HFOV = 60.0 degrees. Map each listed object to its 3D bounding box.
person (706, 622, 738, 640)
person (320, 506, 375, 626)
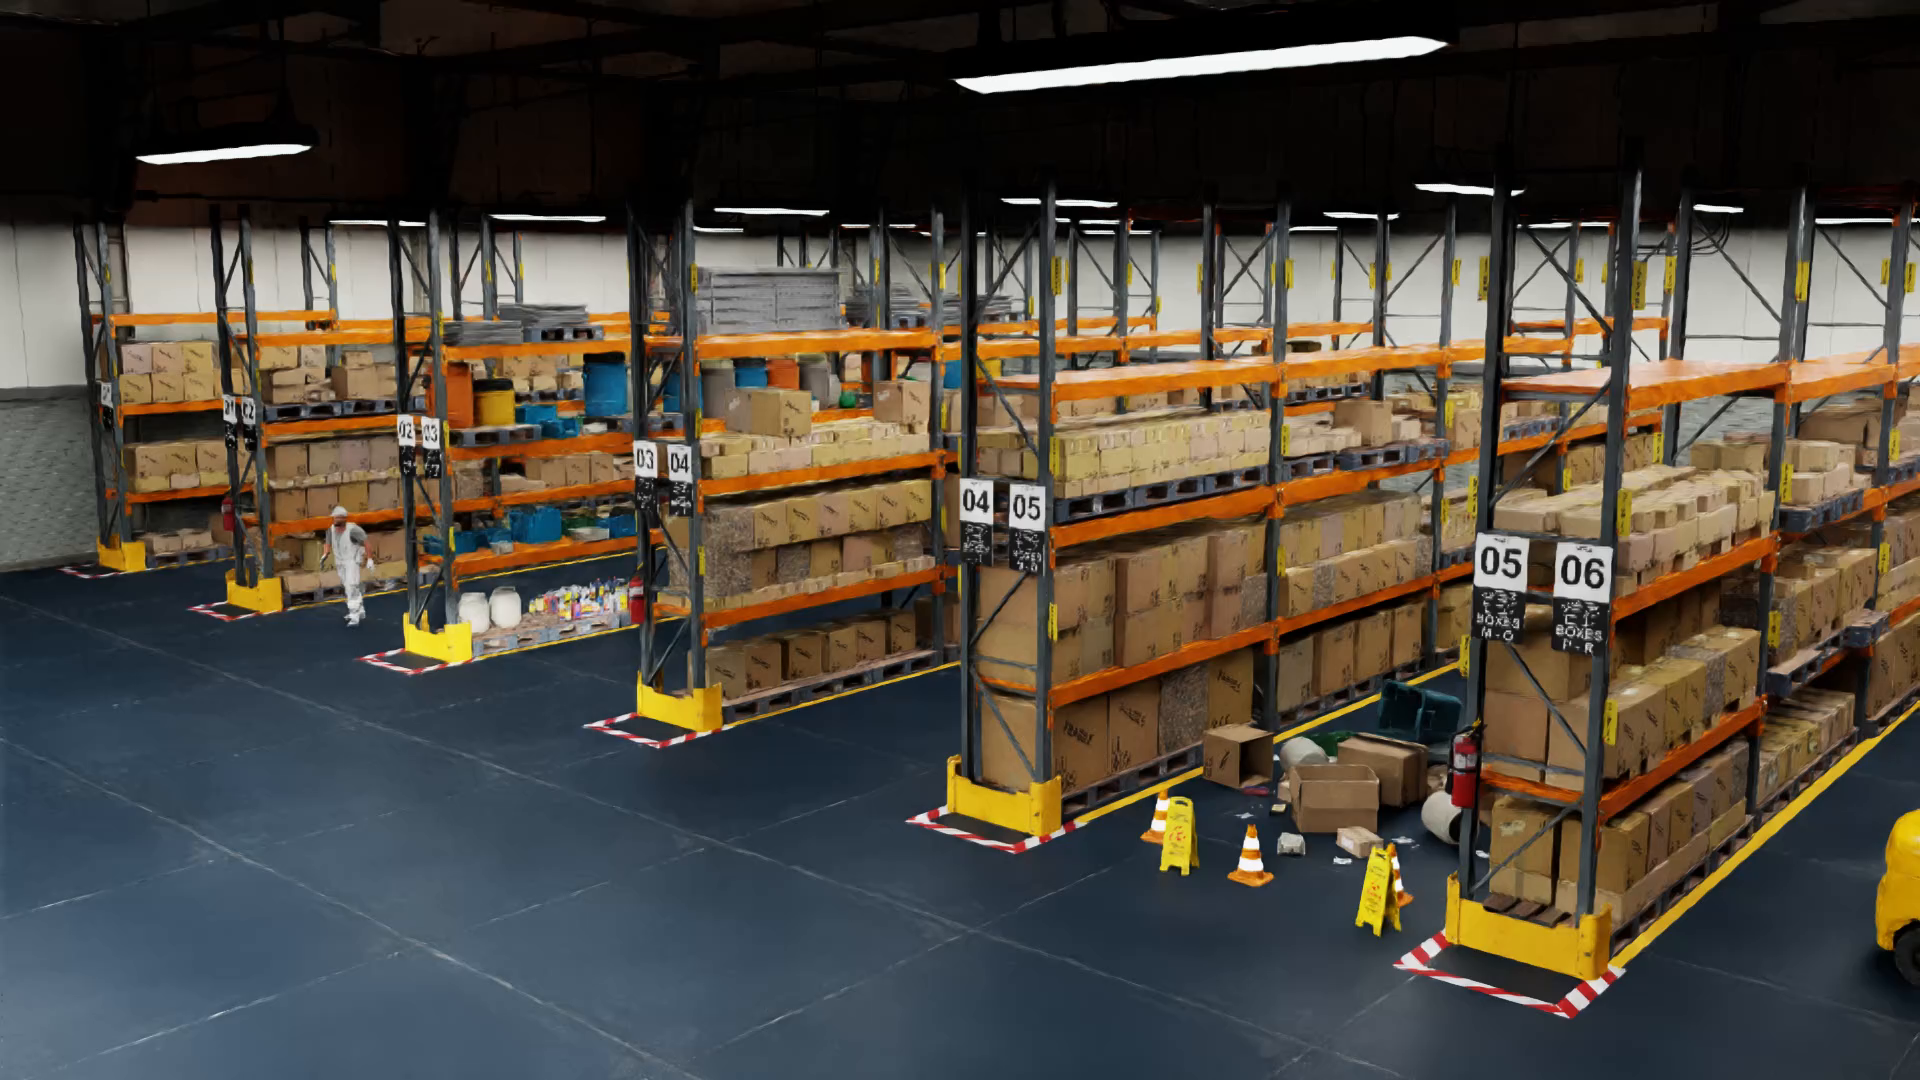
[{"bbox_3d":[-3.259,0.438,21.824,0.580,1.667,1.105,6,11,32],"label":"person"},{"bbox_3d":[-8.804,0.347,23.938,0.678,1.725,0.789,4,10,21],"label":"person"}]
